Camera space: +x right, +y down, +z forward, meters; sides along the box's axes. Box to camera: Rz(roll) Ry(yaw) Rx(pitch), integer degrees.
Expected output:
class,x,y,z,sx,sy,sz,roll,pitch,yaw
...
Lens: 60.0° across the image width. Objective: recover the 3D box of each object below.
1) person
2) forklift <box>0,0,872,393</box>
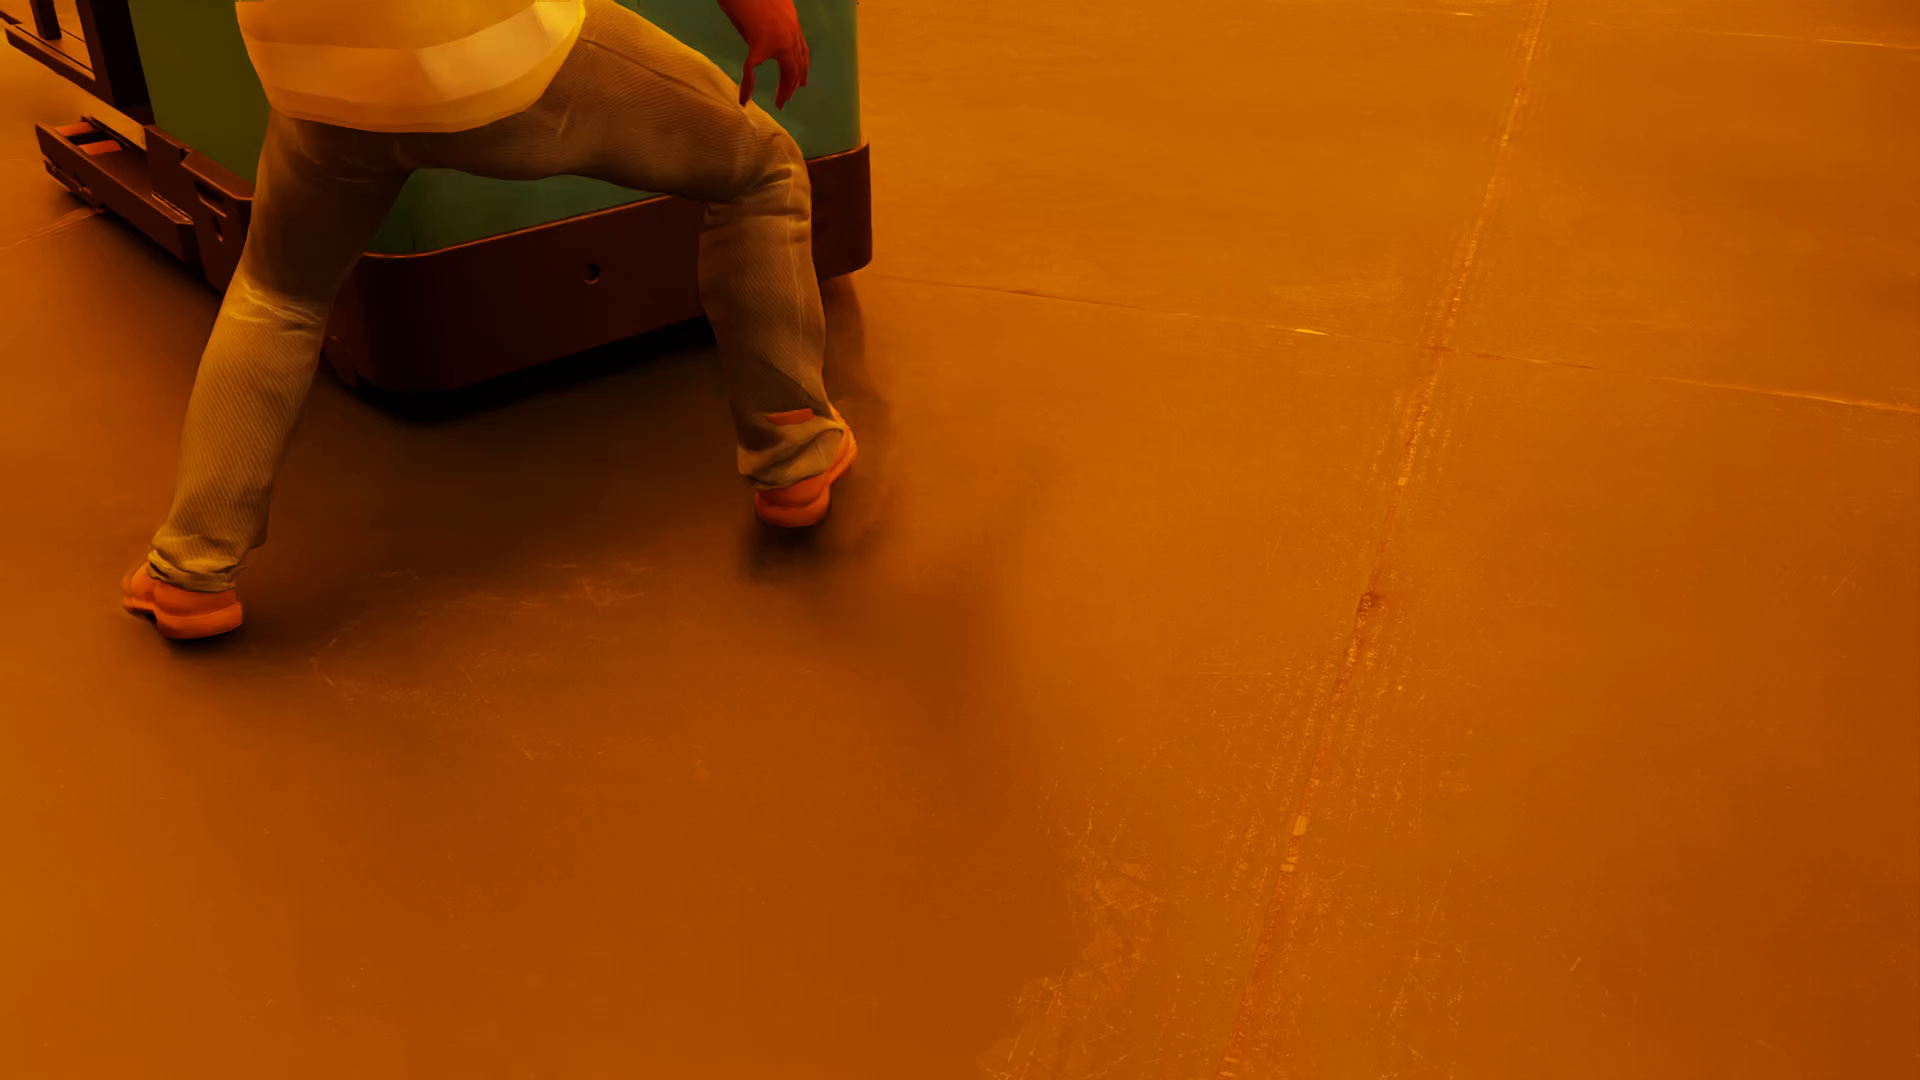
class,x,y,z,sx,sy,sz,roll,pitch,yaw
person,-0.709,-0.687,2.116,1.011,1.632,0.815,11,31,18
forklift,-1.525,-2.168,3.354,1.130,2.935,3.031,-23,37,-35
